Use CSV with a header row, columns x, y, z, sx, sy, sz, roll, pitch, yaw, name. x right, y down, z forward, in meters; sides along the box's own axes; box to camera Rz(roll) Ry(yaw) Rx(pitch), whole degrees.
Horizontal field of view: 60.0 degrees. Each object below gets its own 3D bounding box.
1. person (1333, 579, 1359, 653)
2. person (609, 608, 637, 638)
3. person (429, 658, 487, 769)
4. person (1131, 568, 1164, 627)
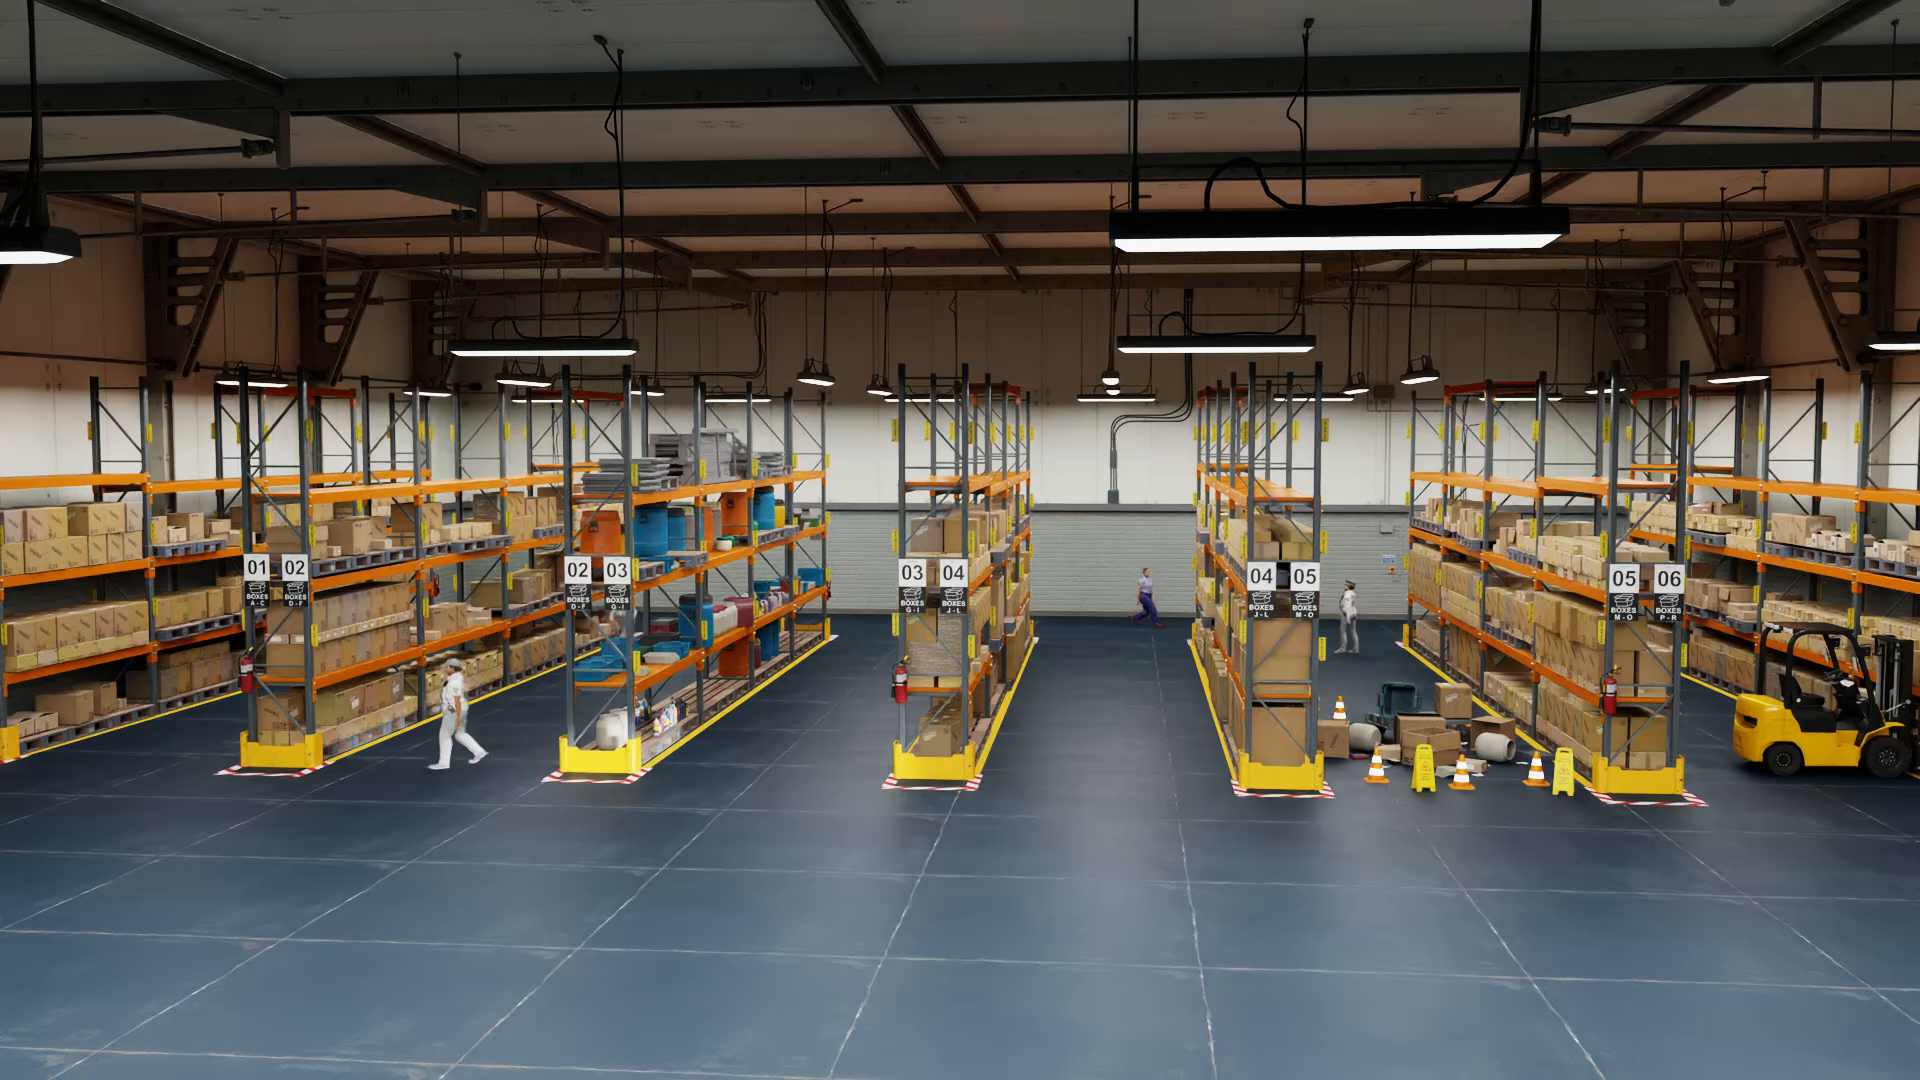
x,y,z,sx,sy,sz,roll,pitch,yaw,name
8.802,1.742,37.769,0.620,1.701,0.515,3,5,40,person
-7.282,1.916,36.011,0.484,1.515,0.783,1,4,15,person
-7.527,2.579,24.891,0.809,1.636,0.471,-1,4,-10,person
4.842,1.476,43.026,1.028,1.539,0.466,3,4,35,person
